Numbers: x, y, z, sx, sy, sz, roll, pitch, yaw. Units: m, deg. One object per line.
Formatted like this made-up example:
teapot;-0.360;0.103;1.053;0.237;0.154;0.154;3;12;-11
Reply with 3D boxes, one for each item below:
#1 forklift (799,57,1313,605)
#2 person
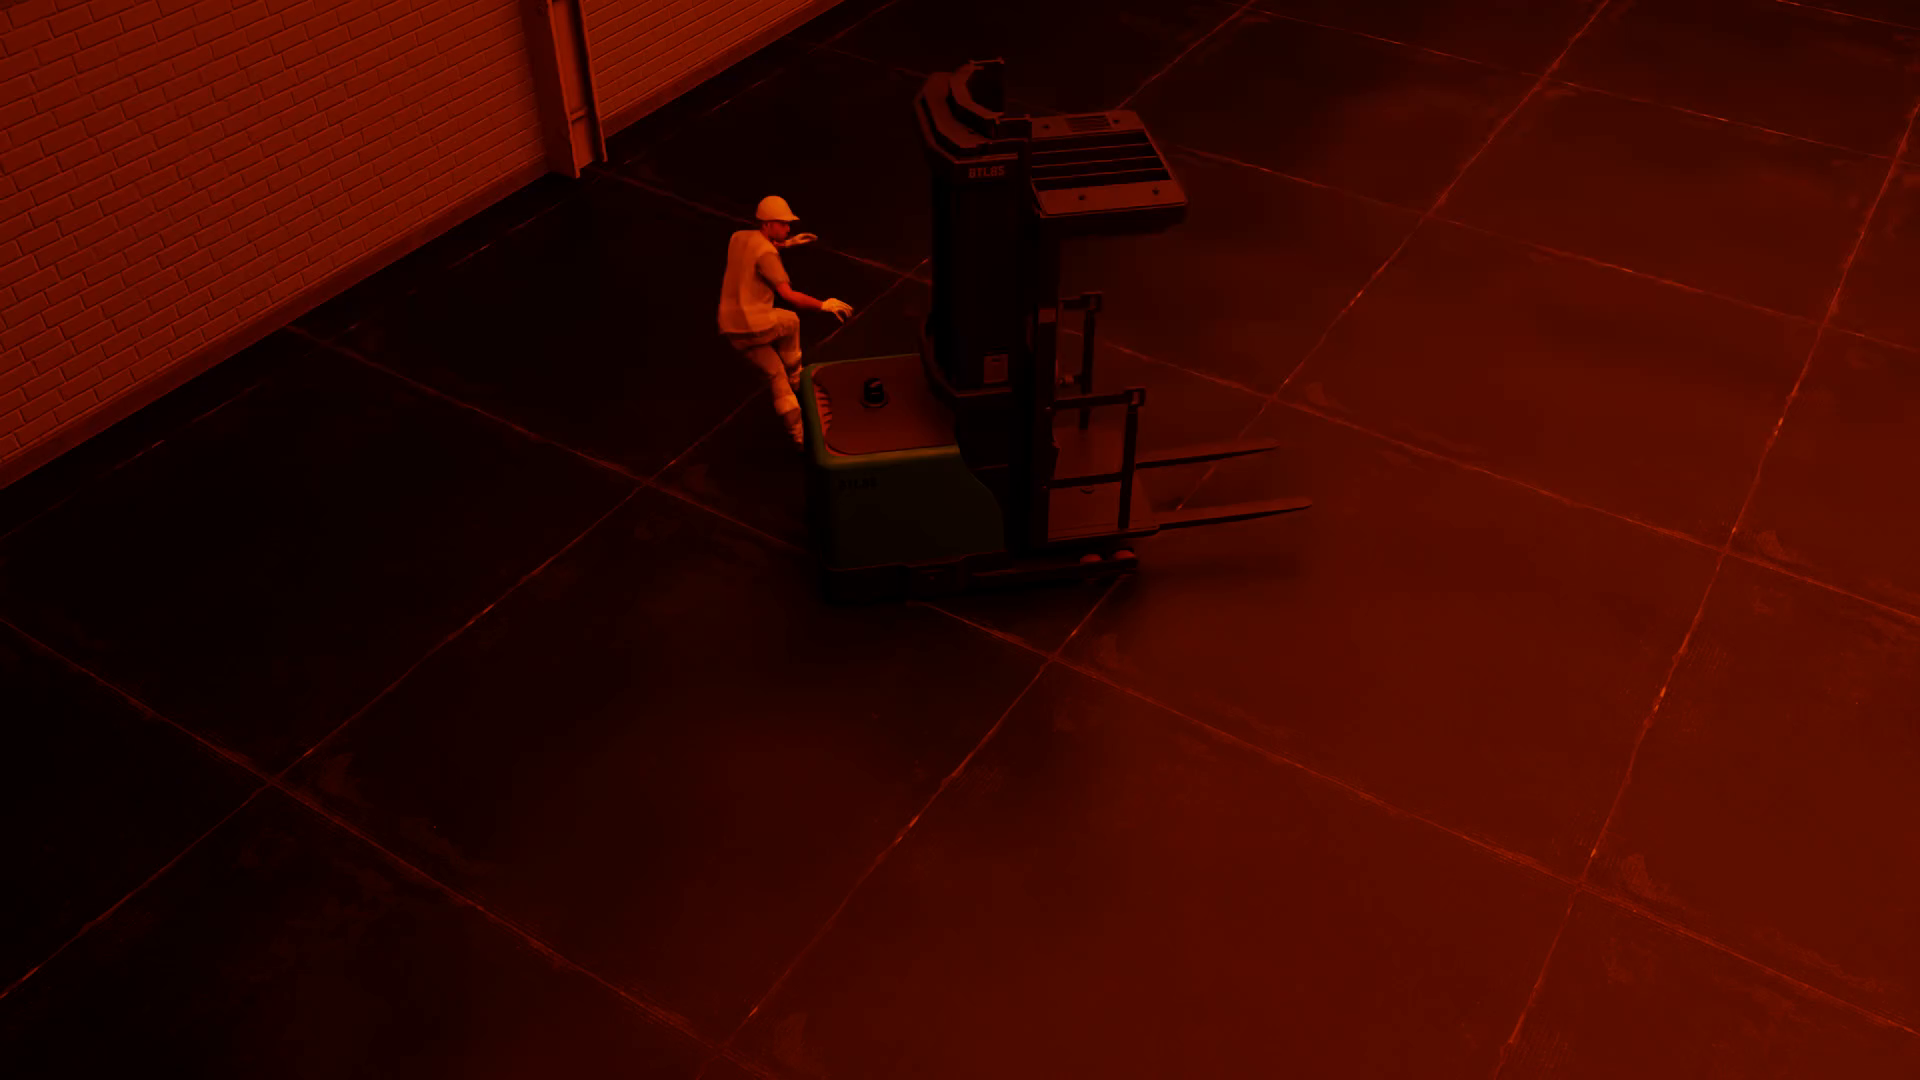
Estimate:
forklift;0.609;-1.202;9.385;3.031;2.935;1.130;-7;41;-8
person;-1.073;-1.486;10.788;1.000;1.515;0.946;22;45;24
